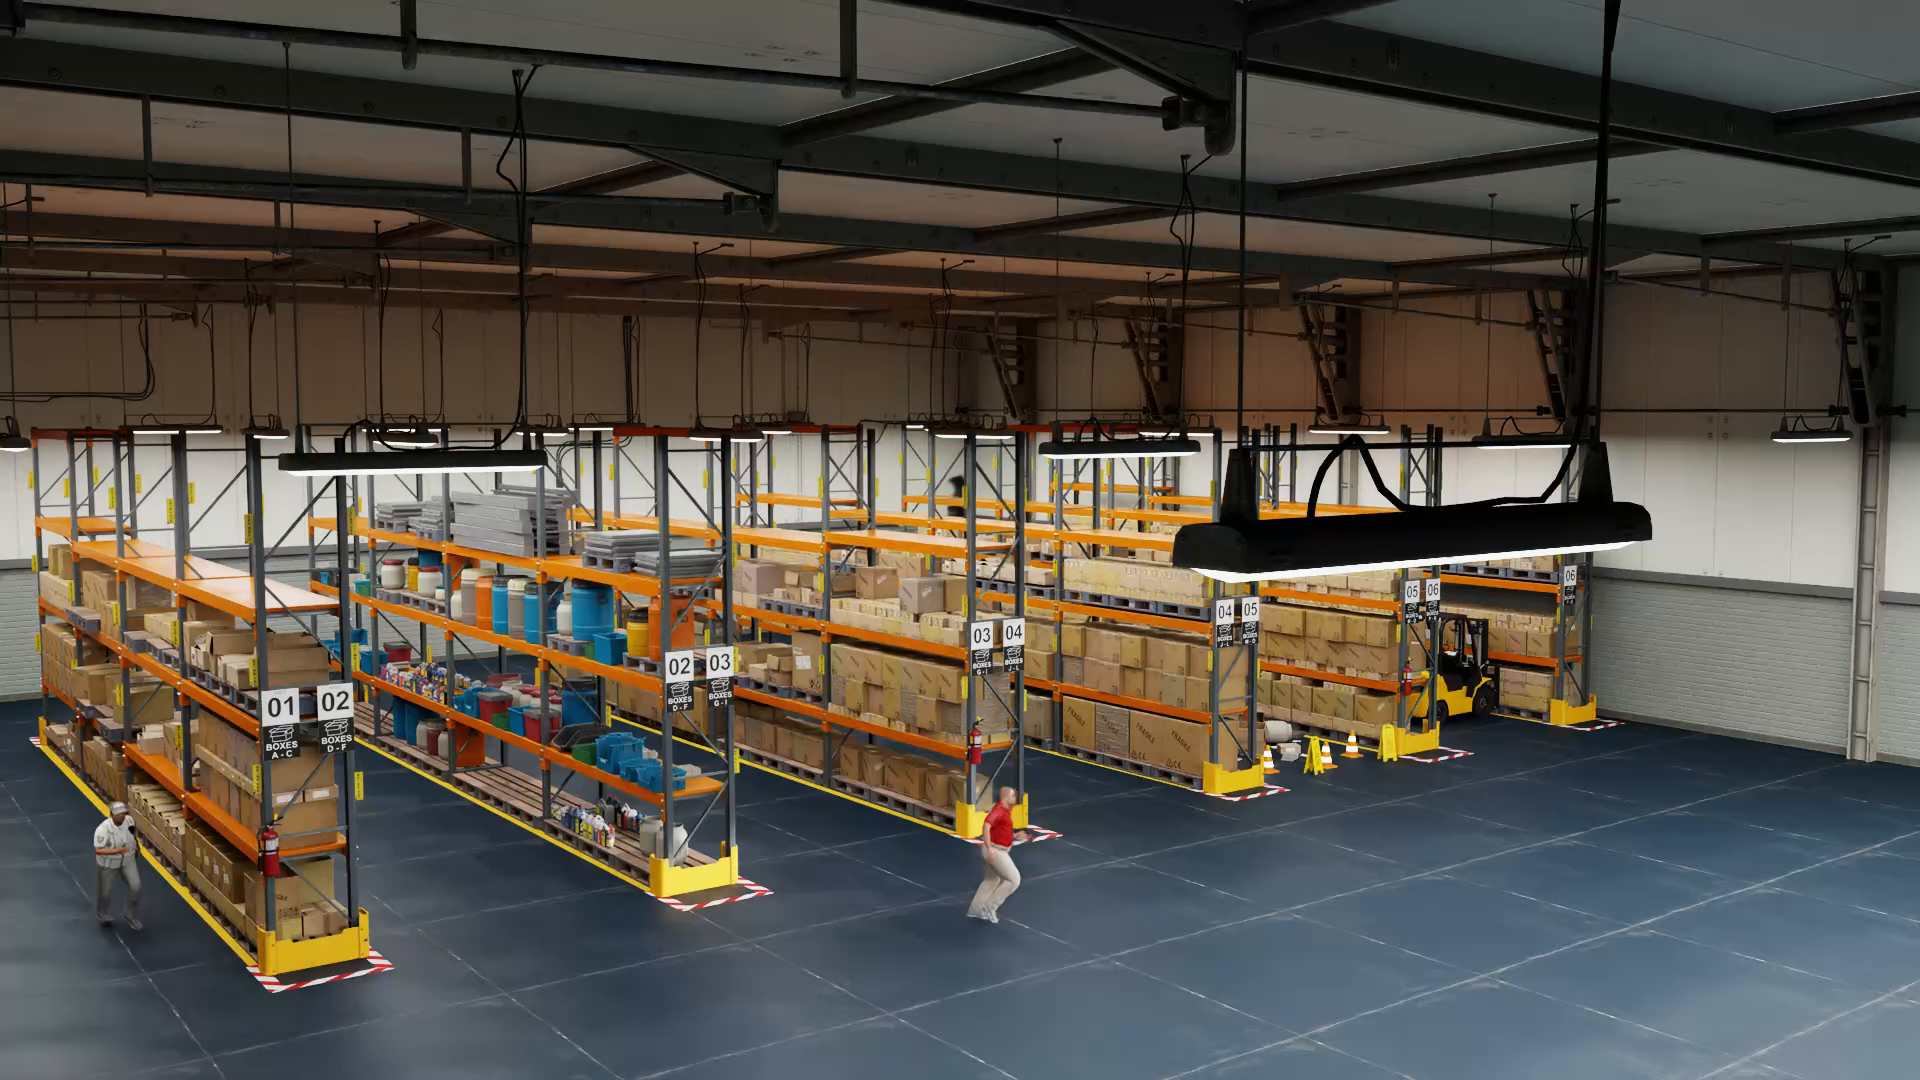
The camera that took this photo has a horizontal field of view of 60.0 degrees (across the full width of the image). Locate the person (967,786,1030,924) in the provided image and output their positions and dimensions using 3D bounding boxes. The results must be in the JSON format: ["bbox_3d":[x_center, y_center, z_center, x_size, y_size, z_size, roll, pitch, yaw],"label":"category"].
[{"bbox_3d":[0.486,3.895,20.528,0.783,1.720,0.652,0,4,-3],"label":"person"}]

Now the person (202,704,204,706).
[{"bbox_3d":[-14.005,3.068,31.090,0.861,1.609,0.506,4,6,43],"label":"person"}]

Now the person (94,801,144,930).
[{"bbox_3d":[-10.254,3.950,20.232,0.935,1.624,0.599,4,6,44],"label":"person"}]
